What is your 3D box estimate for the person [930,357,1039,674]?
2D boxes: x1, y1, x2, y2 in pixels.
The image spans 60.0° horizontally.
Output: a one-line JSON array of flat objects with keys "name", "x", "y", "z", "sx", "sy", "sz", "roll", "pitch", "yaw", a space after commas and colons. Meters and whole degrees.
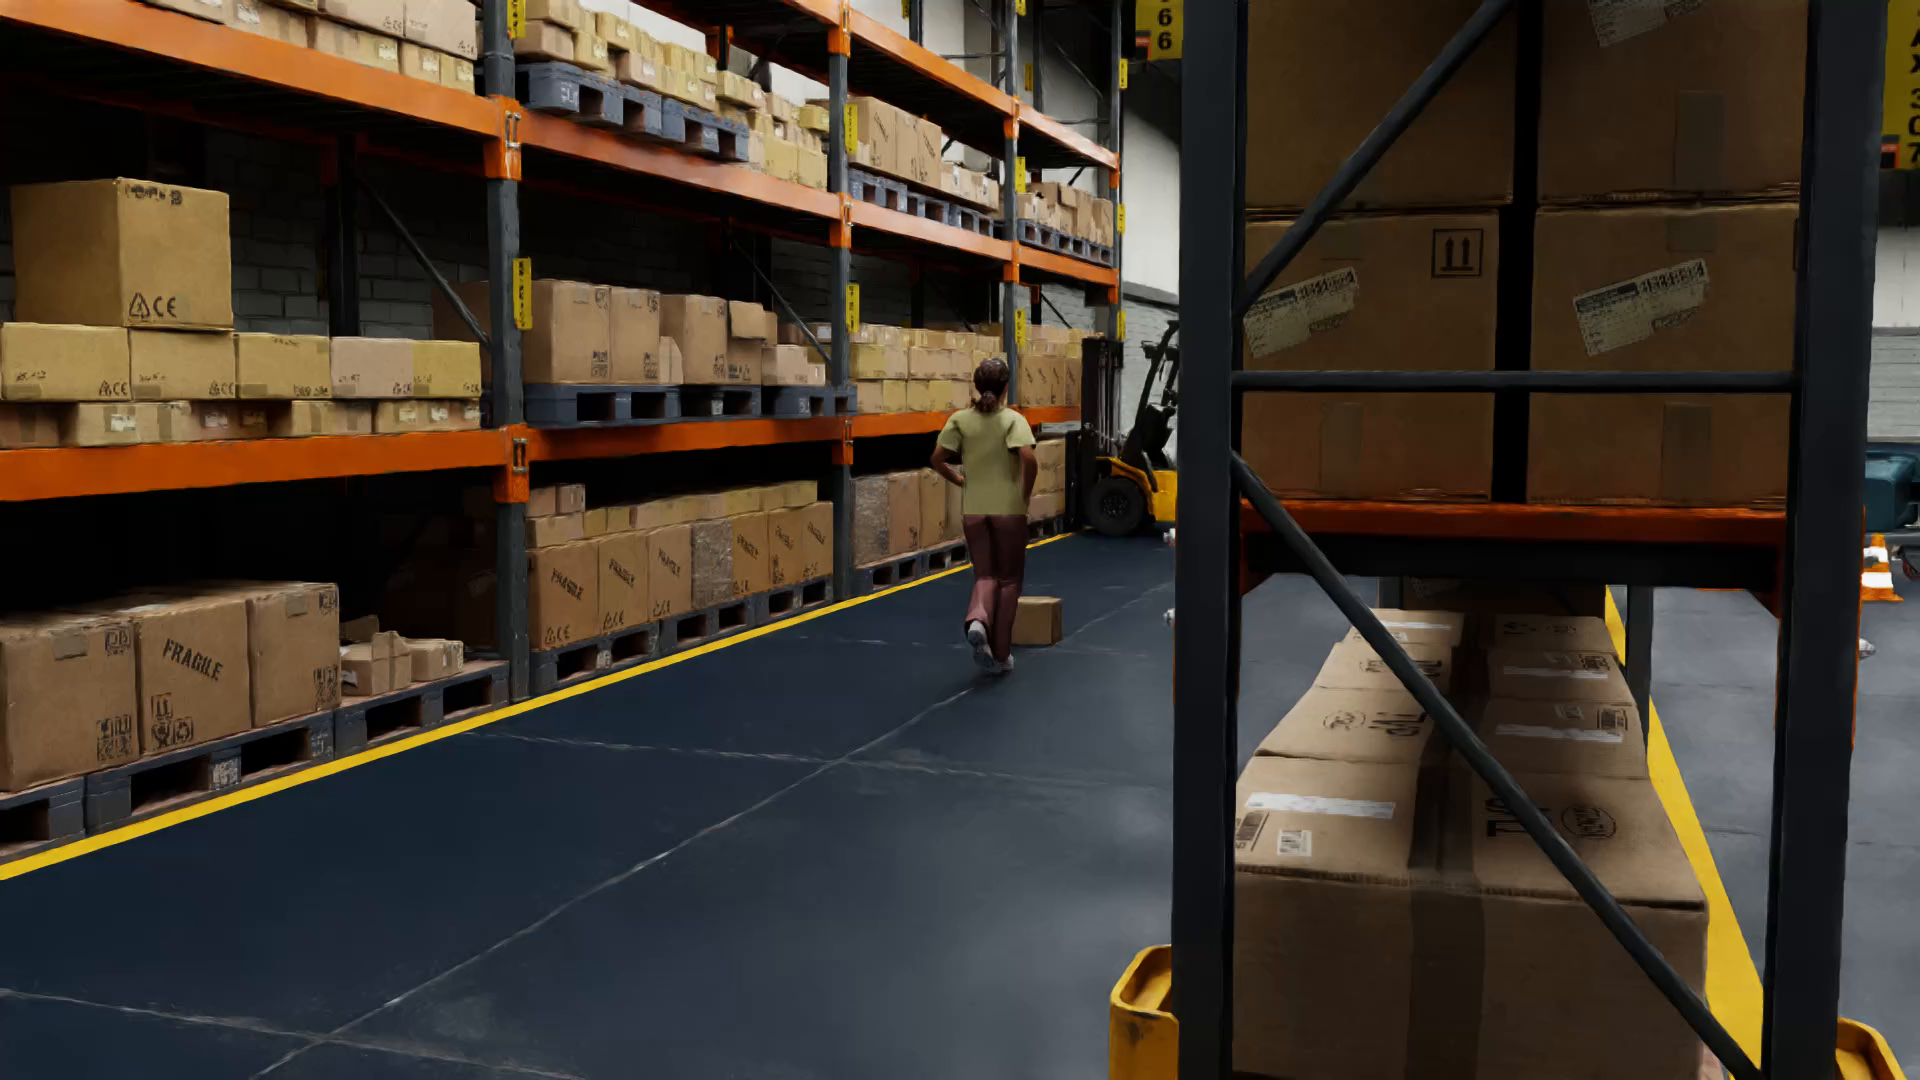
[{"name": "person", "x": 0.146, "y": -0.099, "z": 8.522, "sx": 0.594, "sy": 1.614, "sz": 0.693, "roll": 2, "pitch": 6, "yaw": 19}]
